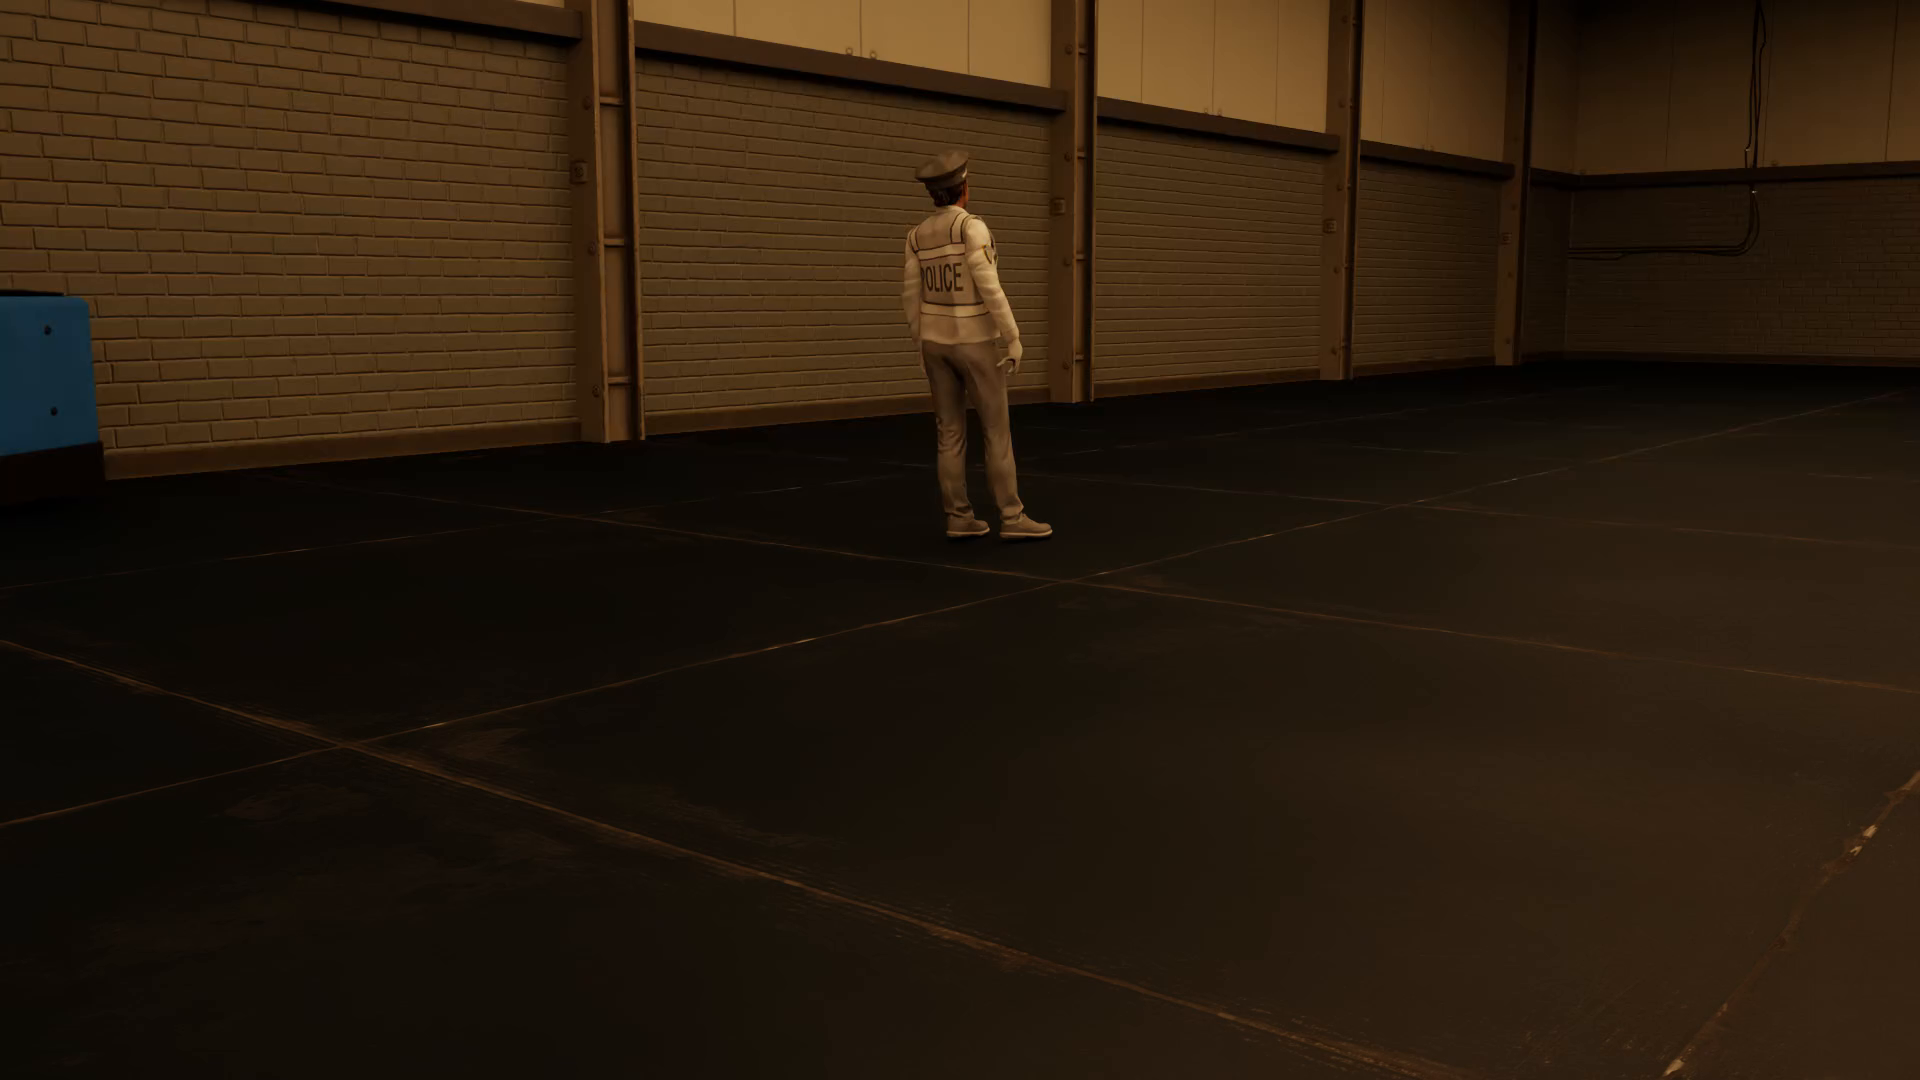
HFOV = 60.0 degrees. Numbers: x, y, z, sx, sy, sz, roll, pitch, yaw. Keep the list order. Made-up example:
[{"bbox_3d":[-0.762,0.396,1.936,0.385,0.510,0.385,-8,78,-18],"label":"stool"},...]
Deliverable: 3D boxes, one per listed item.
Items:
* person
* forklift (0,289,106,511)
[{"bbox_3d":[0.049,-0.853,7.330,0.586,1.694,0.530,7,11,38],"label":"person"},{"bbox_3d":[-6.081,-1.613,8.303,3.031,2.935,1.130,1,8,4],"label":"forklift"}]
